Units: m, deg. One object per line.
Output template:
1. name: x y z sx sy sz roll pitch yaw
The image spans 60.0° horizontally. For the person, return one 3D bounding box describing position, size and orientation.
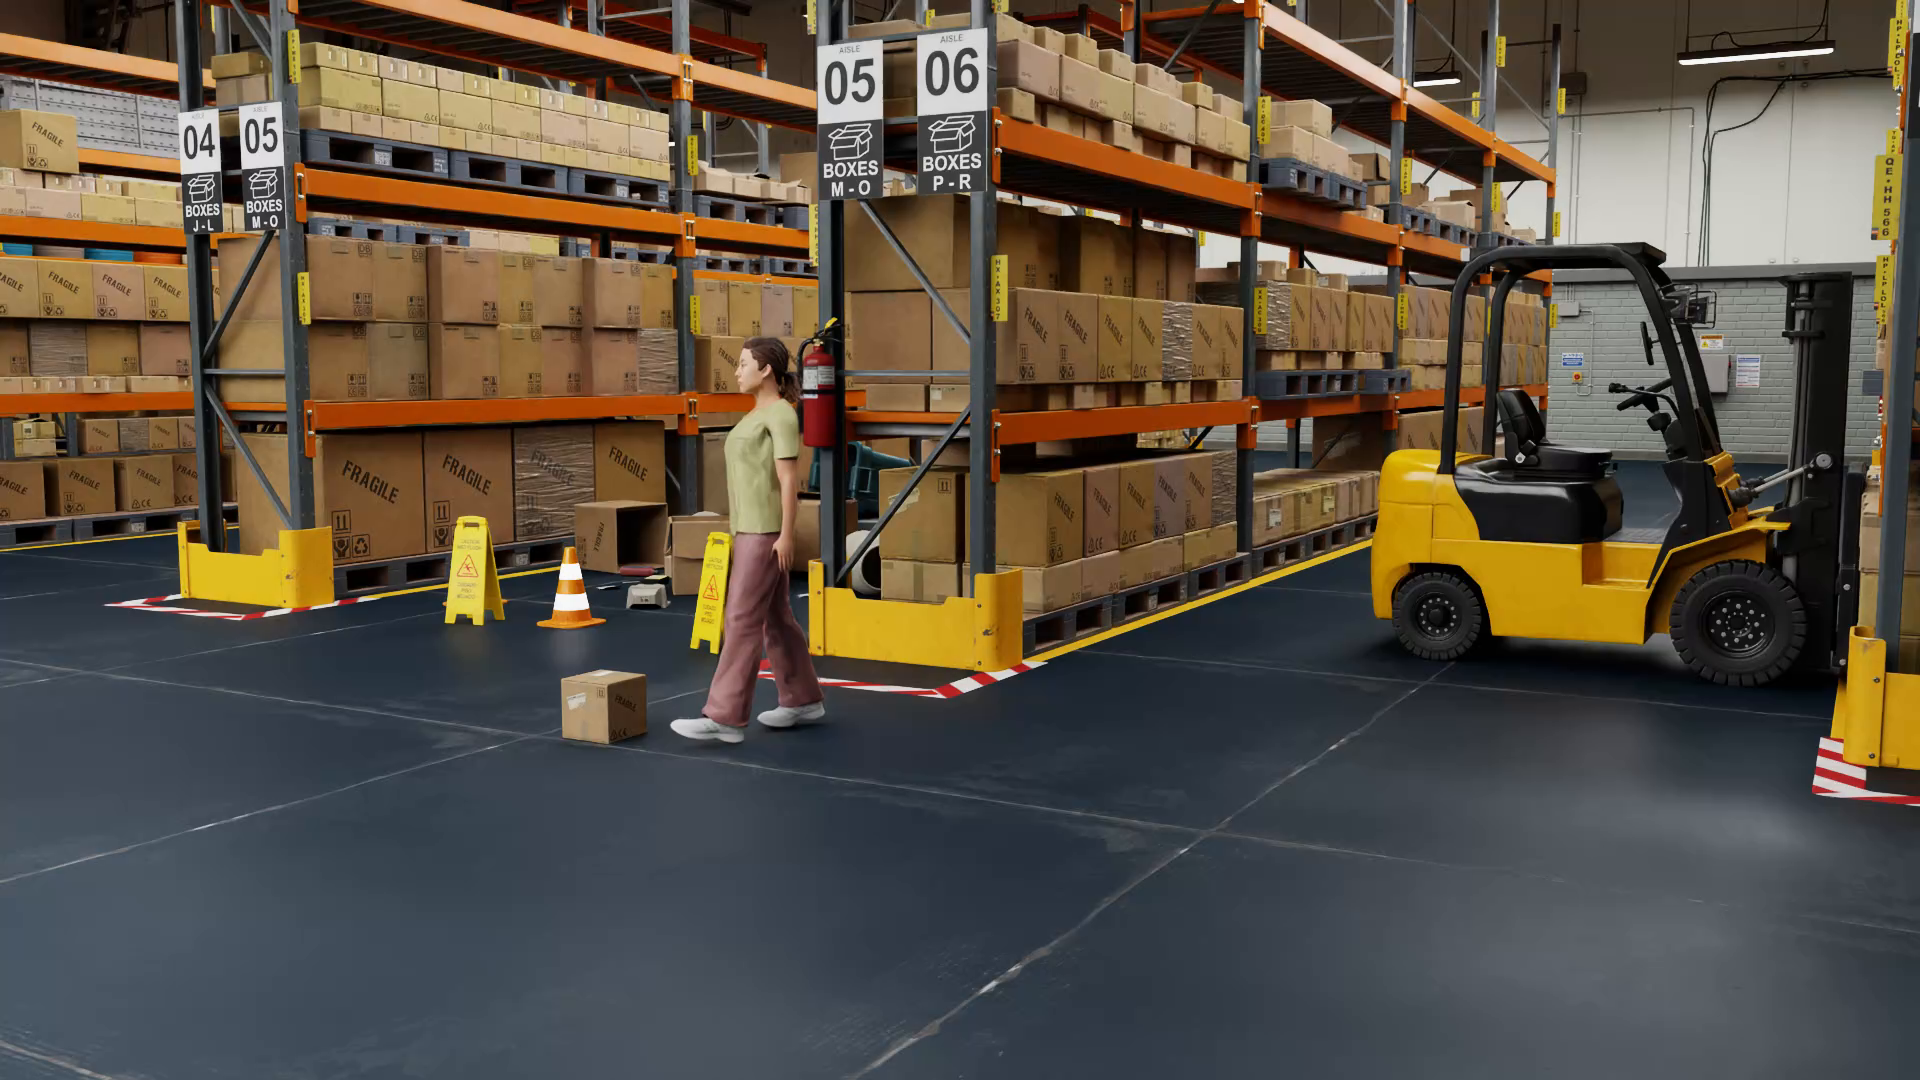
1. person: -0.884 -0.013 6.924 0.716 1.659 0.447 -2 6 -21
